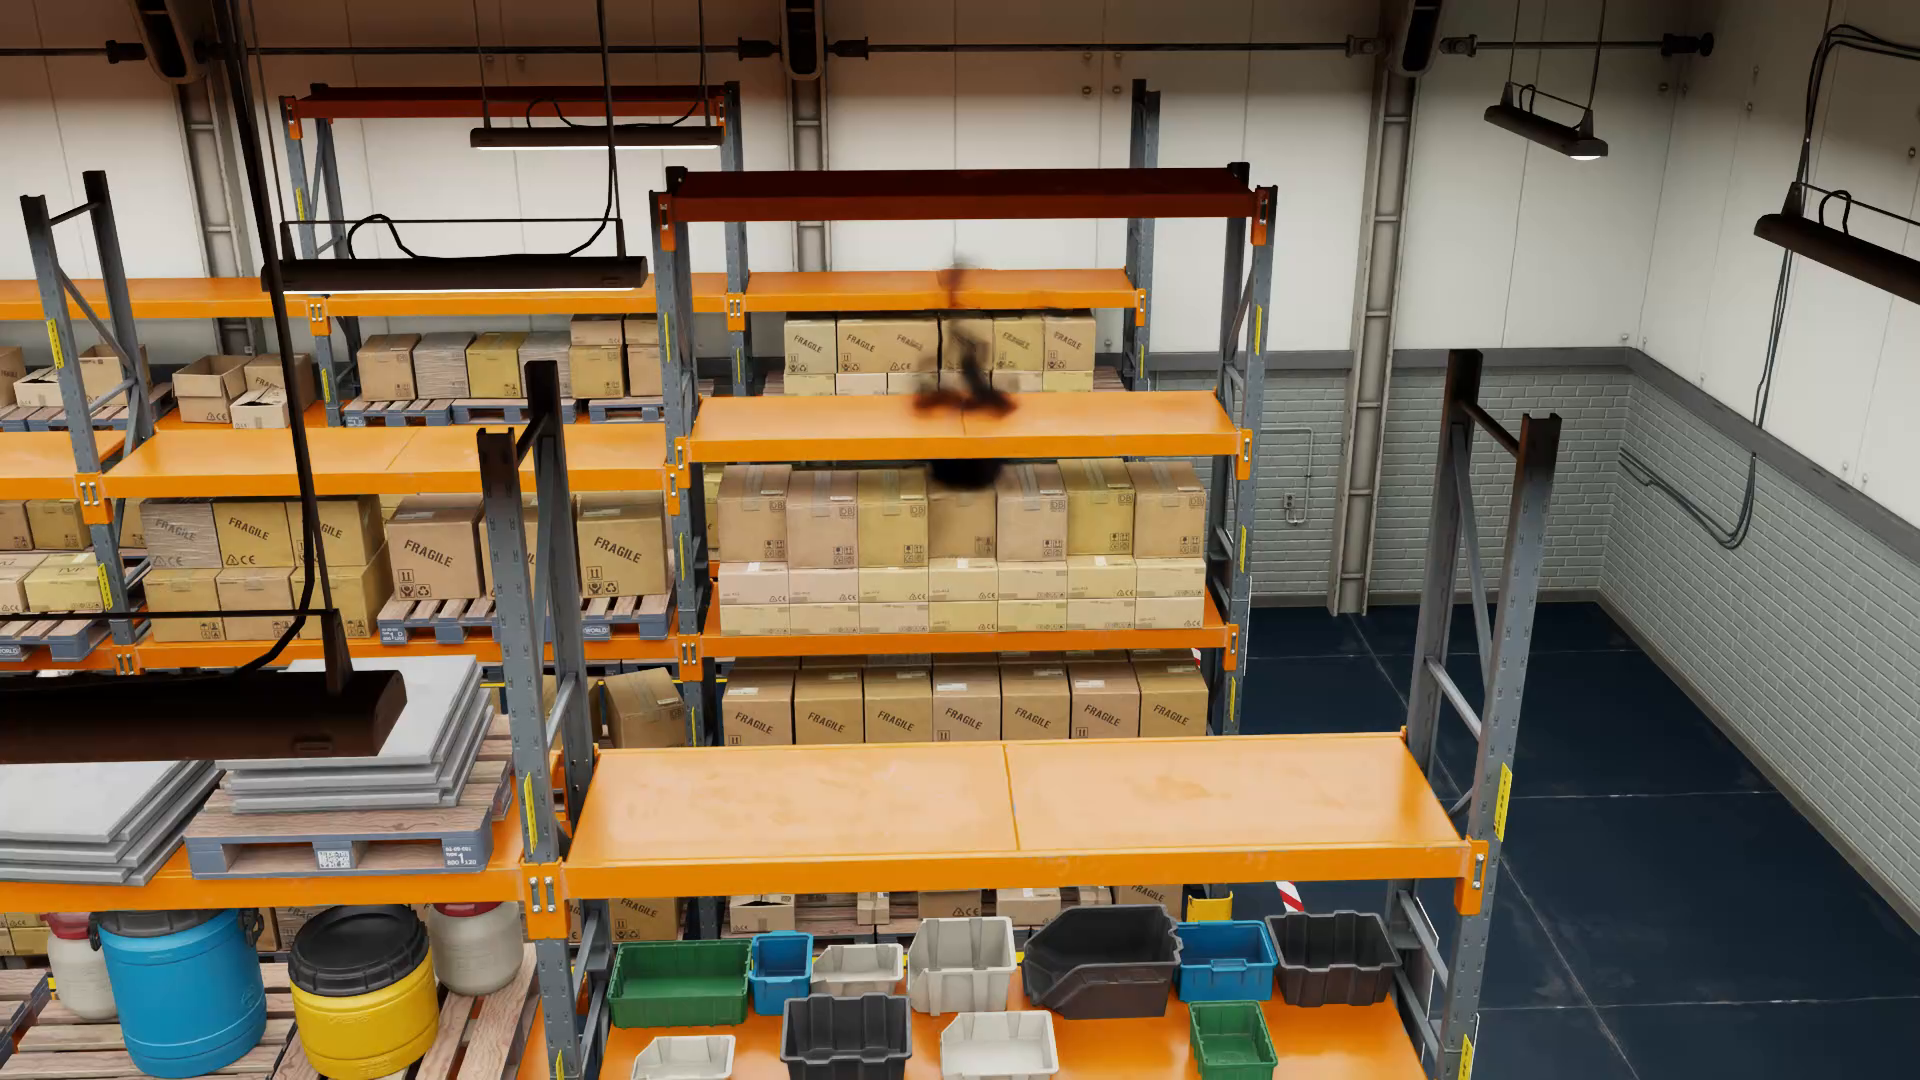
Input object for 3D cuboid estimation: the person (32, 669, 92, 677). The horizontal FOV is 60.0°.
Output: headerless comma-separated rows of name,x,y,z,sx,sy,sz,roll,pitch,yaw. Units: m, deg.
person,-8.052,1.588,14.988,0.781,1.755,0.550,-7,23,-16
